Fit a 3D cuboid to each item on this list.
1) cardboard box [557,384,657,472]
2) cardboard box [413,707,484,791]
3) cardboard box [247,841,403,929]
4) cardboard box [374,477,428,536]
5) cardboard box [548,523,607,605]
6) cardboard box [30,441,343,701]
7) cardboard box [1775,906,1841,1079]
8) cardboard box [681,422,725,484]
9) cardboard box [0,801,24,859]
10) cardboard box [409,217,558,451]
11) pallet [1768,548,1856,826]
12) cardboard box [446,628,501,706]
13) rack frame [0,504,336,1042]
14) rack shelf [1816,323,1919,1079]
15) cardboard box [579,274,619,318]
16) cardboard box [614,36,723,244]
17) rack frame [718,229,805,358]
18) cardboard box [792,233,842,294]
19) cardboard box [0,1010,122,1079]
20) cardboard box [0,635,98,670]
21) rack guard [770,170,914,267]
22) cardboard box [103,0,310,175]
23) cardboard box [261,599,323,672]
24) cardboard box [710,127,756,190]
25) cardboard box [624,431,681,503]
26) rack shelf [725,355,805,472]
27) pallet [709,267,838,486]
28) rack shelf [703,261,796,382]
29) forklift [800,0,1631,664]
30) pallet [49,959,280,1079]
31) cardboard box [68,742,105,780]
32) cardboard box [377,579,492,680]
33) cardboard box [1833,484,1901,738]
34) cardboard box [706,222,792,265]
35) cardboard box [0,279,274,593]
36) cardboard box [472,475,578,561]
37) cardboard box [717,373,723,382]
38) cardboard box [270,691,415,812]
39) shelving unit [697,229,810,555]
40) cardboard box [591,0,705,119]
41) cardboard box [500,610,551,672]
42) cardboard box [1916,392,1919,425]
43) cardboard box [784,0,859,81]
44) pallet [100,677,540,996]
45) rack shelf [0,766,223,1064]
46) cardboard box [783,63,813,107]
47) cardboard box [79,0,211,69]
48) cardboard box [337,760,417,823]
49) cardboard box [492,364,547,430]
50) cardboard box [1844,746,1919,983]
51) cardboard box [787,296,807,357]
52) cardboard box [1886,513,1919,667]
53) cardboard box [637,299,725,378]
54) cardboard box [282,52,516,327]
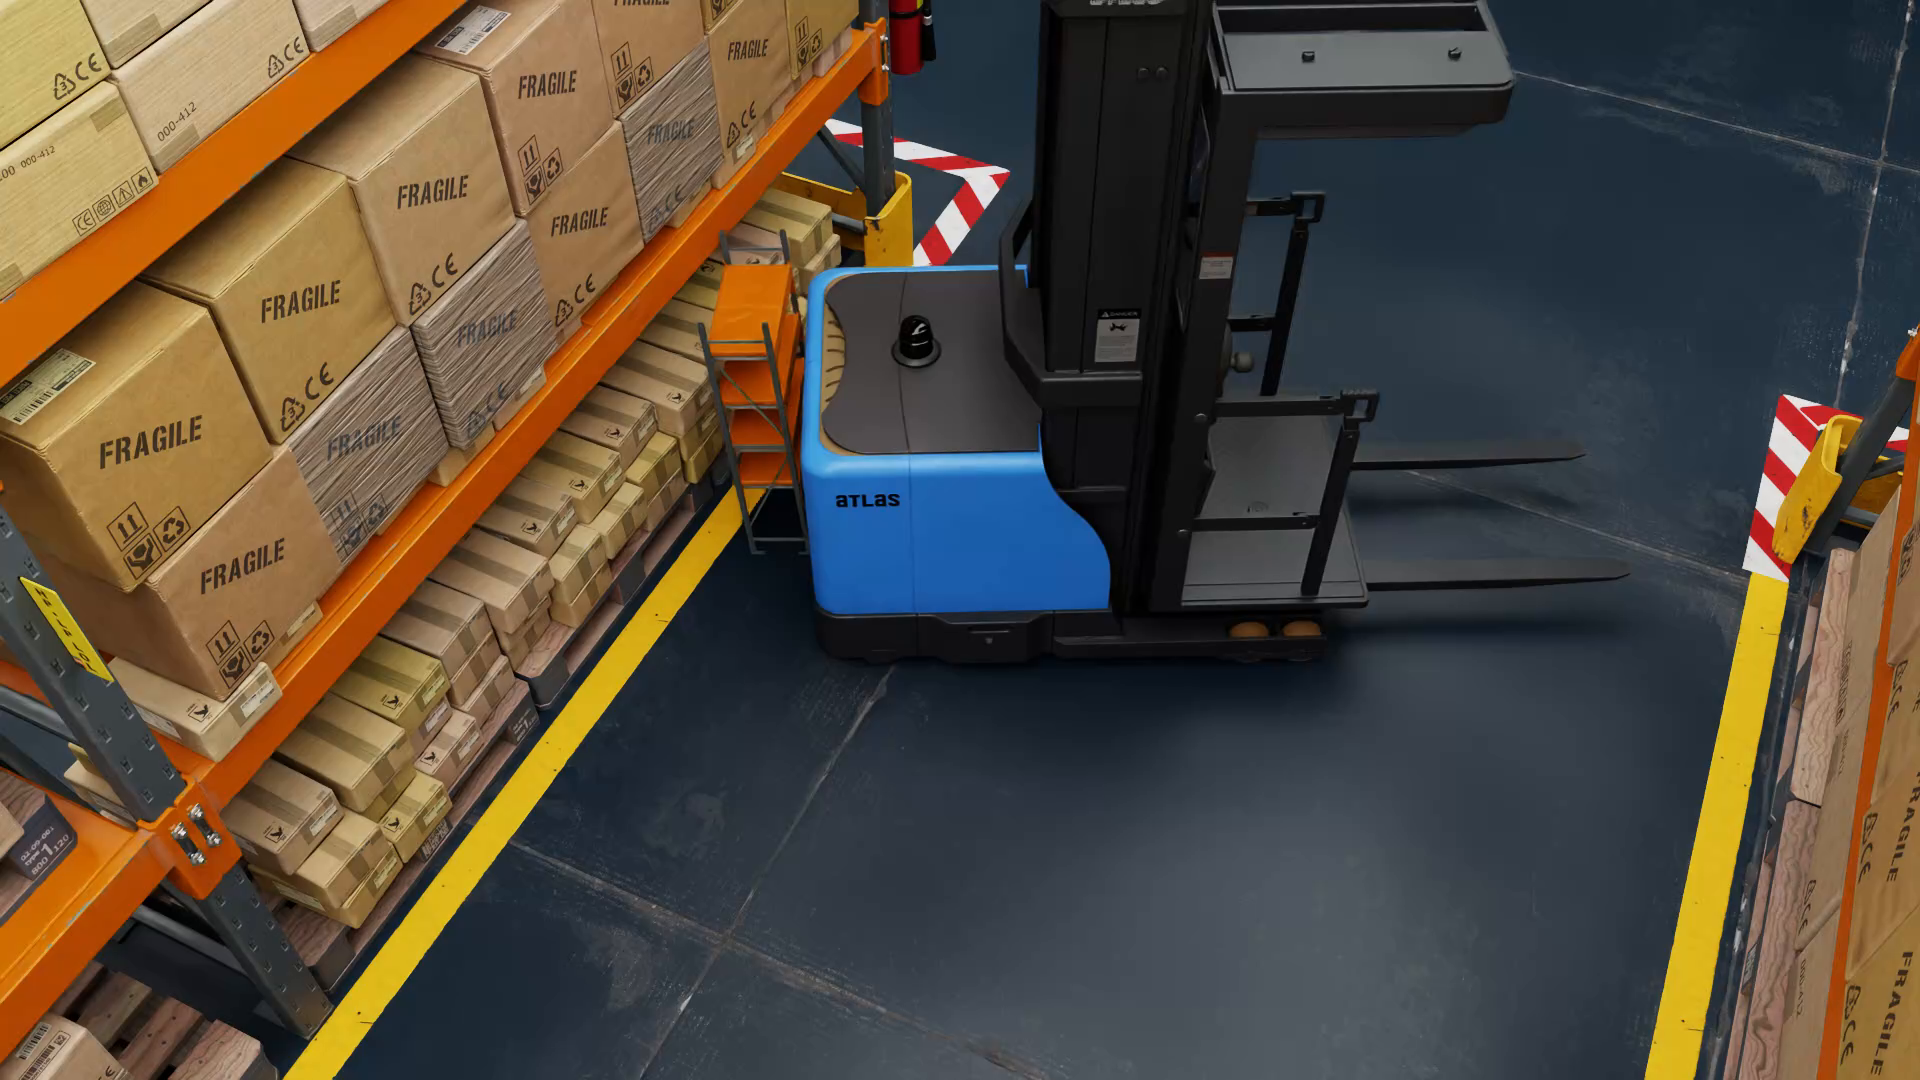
[{"bbox_3d":[-1.357,-0.434,6.171,0.380,0.149,0.250,18,52,15],"label":"cardboard box"},{"bbox_3d":[-1.849,0.668,5.623,0.380,0.149,0.250,20,52,16],"label":"cardboard box"},{"bbox_3d":[-2.022,1.040,5.307,0.380,0.149,0.250,18,52,15],"label":"cardboard box"},{"bbox_3d":[-1.821,-0.197,4.928,0.380,0.149,0.250,18,52,14],"label":"cardboard box"},{"bbox_3d":[-1.504,0.041,5.961,0.380,0.149,0.250,19,52,16],"label":"cardboard box"},{"bbox_3d":[-2.029,0.010,4.326,0.500,0.500,0.500,19,52,15],"label":"cardboard box"},{"bbox_3d":[2.798,1.619,4.624,0.875,0.438,0.875,18,52,15],"label":"cardboard box"},{"bbox_3d":[-1.151,-0.404,6.536,0.380,0.149,0.250,18,52,14],"label":"cardboard box"},{"bbox_3d":[-2.459,0.681,3.905,0.380,0.149,0.250,19,52,15],"label":"cardboard box"},{"bbox_3d":[-1.576,-0.668,4.903,0.500,0.500,0.500,19,52,15],"label":"cardboard box"},{"bbox_3d":[3.488,0.664,5.861,1.003,0.211,1.213,20,52,16],"label":"pallet"},{"bbox_3d":[-1.808,0.376,5.676,0.380,0.149,0.250,17,52,14],"label":"cardboard box"},{"bbox_3d":[-2.468,0.398,4.257,1.000,3.000,0.127,20,52,16],"label":"rack frame"},{"bbox_3d":[2.905,0.795,4.391,1.077,0.370,4.000,20,52,16],"label":"rack shelf"},{"bbox_3d":[-1.372,-0.912,5.537,0.380,0.149,0.250,21,53,17],"label":"cardboard box"},{"bbox_3d":[-1.151,-1.387,5.515,0.500,0.500,0.500,20,52,16],"label":"cardboard box"},{"bbox_3d":[-0.707,-0.710,6.372,0.240,1.200,0.015,0,50,4],"label":"rack frame"},{"bbox_3d":[-0.727,-1.209,7.025,0.380,0.149,0.250,19,52,15],"label":"cardboard box"},{"bbox_3d":[-2.558,1.424,4.257,0.500,0.250,0.500,19,52,15],"label":"cardboard box"},{"bbox_3d":[-2.558,0.207,4.585,0.380,0.149,0.250,19,52,16],"label":"cardboard box"},{"bbox_3d":[-0.792,-1.494,7.508,1.175,0.500,0.348,20,52,16],"label":"rack guard"},{"bbox_3d":[-1.826,-1.106,3.666,0.500,0.250,0.500,19,52,16],"label":"cardboard box"},{"bbox_3d":[-2.008,0.189,4.600,0.380,0.149,0.250,21,53,17],"label":"cardboard box"},{"bbox_3d":[-0.965,-1.439,5.985,0.380,0.149,0.250,21,53,17],"label":"cardboard box"},{"bbox_3d":[-1.283,-0.319,6.268,0.380,0.149,0.250,22,53,18],"label":"cardboard box"},{"bbox_3d":[-0.715,-0.481,6.265,0.258,0.148,0.480,0,50,4],"label":"rack shelf"},{"bbox_3d":[-1.171,-0.852,7.152,1.003,0.211,1.213,20,52,16],"label":"pallet"},{"bbox_3d":[-0.742,-0.780,5.916,0.258,0.148,0.480,0,50,4],"label":"rack shelf"},{"bbox_3d":[0.967,-0.901,5.407,3.031,2.935,1.130,-1,50,-1],"label":"forklift"},{"bbox_3d":[-2.800,1.838,4.862,1.003,0.211,1.213,20,52,16],"label":"pallet"},{"bbox_3d":[-2.552,0.663,5.237,0.380,0.149,0.250,21,53,17],"label":"cardboard box"},{"bbox_3d":[-1.808,0.276,5.567,0.380,0.149,0.250,19,52,15],"label":"cardboard box"},{"bbox_3d":[3.568,0.366,5.691,0.875,0.438,0.875,18,52,15],"label":"cardboard box"},{"bbox_3d":[-0.916,-1.160,6.788,0.380,0.149,0.250,21,53,17],"label":"cardboard box"},{"bbox_3d":[-2.055,-0.286,3.922,0.500,0.500,0.500,21,53,17],"label":"cardboard box"},{"bbox_3d":[-1.584,-0.088,5.876,0.380,0.149,0.250,18,52,15],"label":"cardboard box"},{"bbox_3d":[-1.155,-0.699,6.591,0.380,0.149,0.250,19,52,16],"label":"cardboard box"},{"bbox_3d":[-1.963,0.653,5.246,0.380,0.149,0.250,22,53,18],"label":"cardboard box"},{"bbox_3d":[-0.719,-0.524,6.214,0.258,1.200,0.503,0,50,4],"label":"shelving unit"},{"bbox_3d":[-1.161,-1.703,5.127,0.500,0.500,0.500,22,53,18],"label":"cardboard box"},{"bbox_3d":[-1.703,0.281,5.953,0.380,0.149,0.250,18,52,15],"label":"cardboard box"},{"bbox_3d":[3.295,-0.611,5.050,0.500,0.500,0.500,19,52,16],"label":"cardboard box"},{"bbox_3d":[-0.719,-2.092,6.115,0.500,0.500,0.500,21,53,17],"label":"cardboard box"},{"bbox_3d":[-2.213,0.828,5.722,1.003,0.211,1.213,20,52,16],"label":"pallet"},{"bbox_3d":[-3.323,2.008,3.359,1.077,0.370,4.000,20,52,16],"label":"rack shelf"},{"bbox_3d":[-0.783,-1.799,6.292,0.380,0.149,0.250,20,52,16],"label":"cardboard box"},{"bbox_3d":[-1.828,-1.282,3.488,0.500,0.250,0.500,20,52,16],"label":"cardboard box"},{"bbox_3d":[-1.997,0.740,5.366,0.380,0.149,0.250,20,53,16],"label":"cardboard box"},{"bbox_3d":[-1.533,-0.532,5.213,0.380,0.149,0.250,22,53,18],"label":"cardboard box"},{"bbox_3d":[2.434,0.797,3.852,0.500,0.500,0.500,19,52,16],"label":"cardboard box"},{"bbox_3d":[-0.814,-0.928,6.982,0.380,0.149,0.250,21,53,17],"label":"cardboard box"},{"bbox_3d":[2.870,0.091,4.452,0.500,0.500,0.500,20,52,16],"label":"cardboard box"},{"bbox_3d":[-1.080,-0.783,6.467,0.380,0.149,0.250,18,52,15],"label":"cardboard box"},{"bbox_3d":[-1.604,-0.985,4.516,0.500,0.500,0.500,21,53,17],"label":"cardboard box"}]
